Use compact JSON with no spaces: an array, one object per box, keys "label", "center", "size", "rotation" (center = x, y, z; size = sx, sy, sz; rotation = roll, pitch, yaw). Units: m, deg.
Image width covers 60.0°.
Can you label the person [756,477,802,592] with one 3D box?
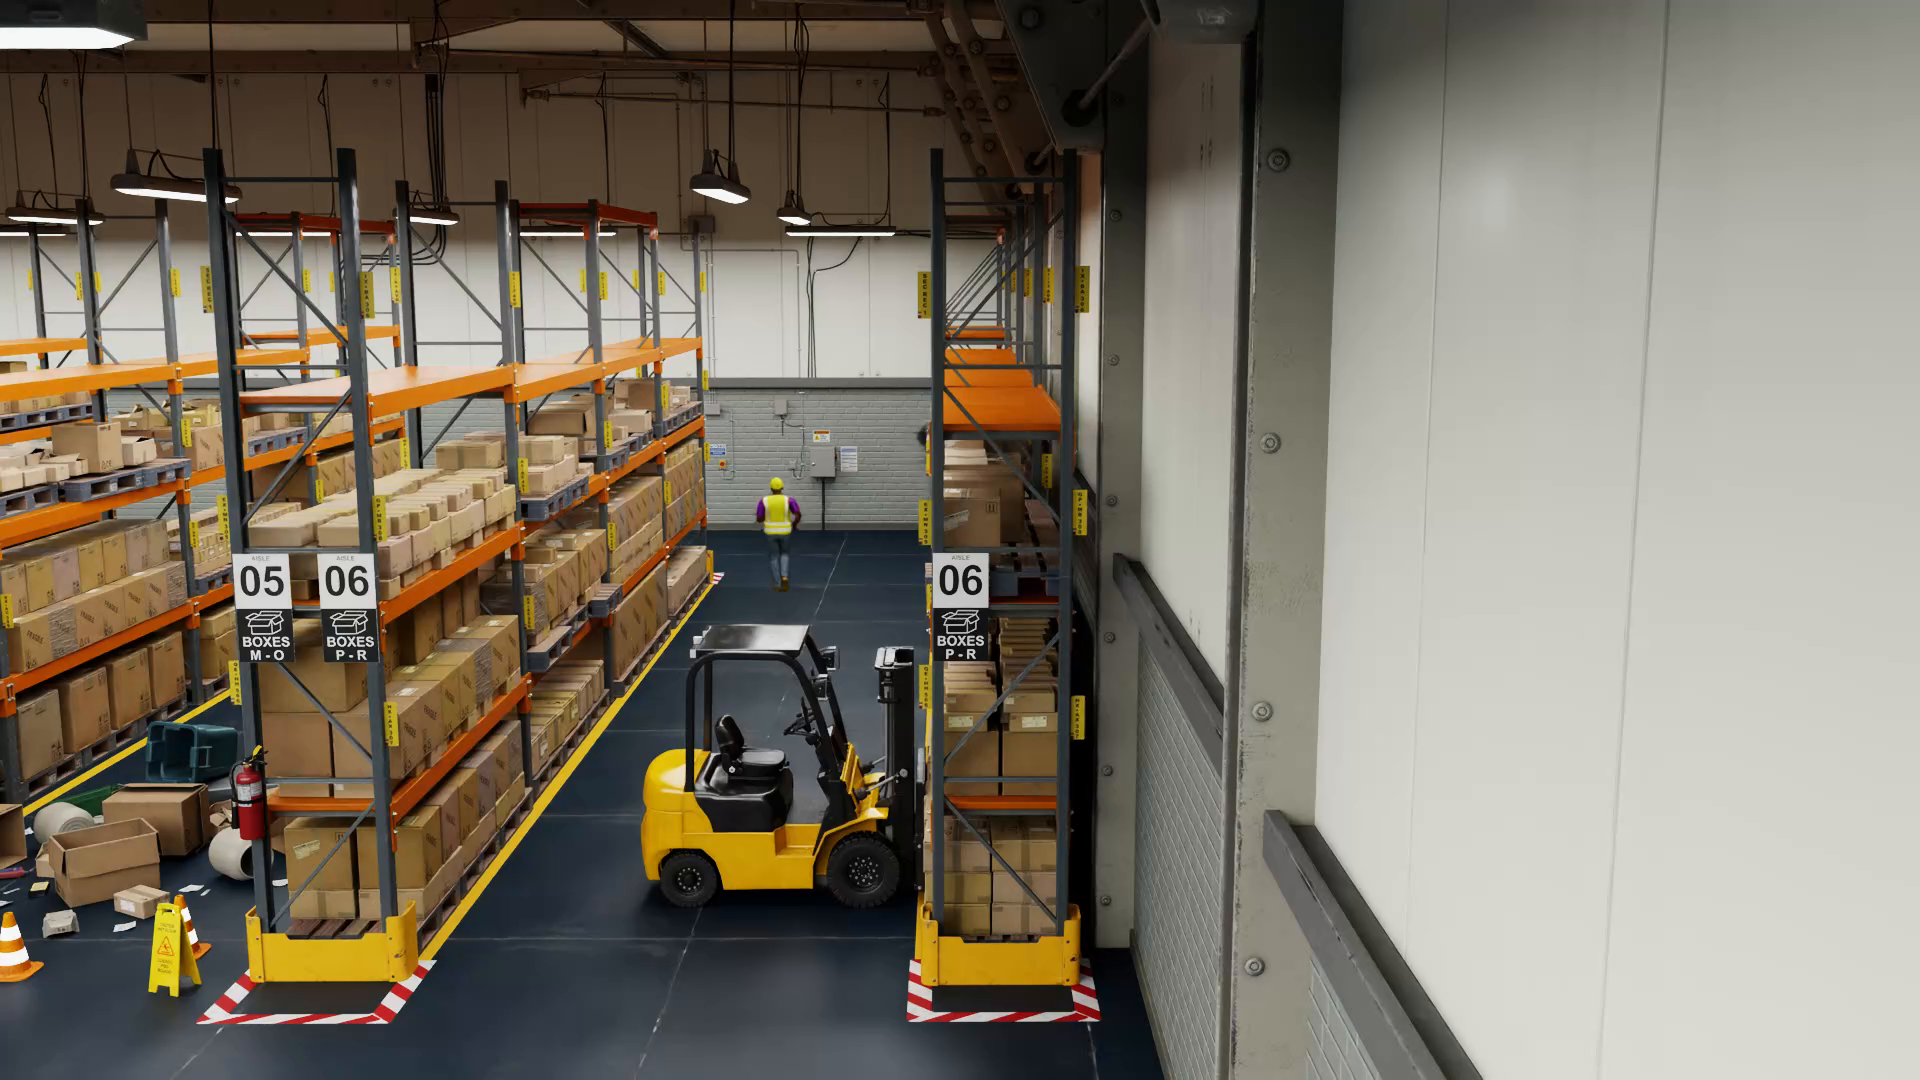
[{"label":"person","center":[-2.813,-0.082,25.789],"size":[0.684,1.805,0.618],"rotation":[-2,9,-10]}]
